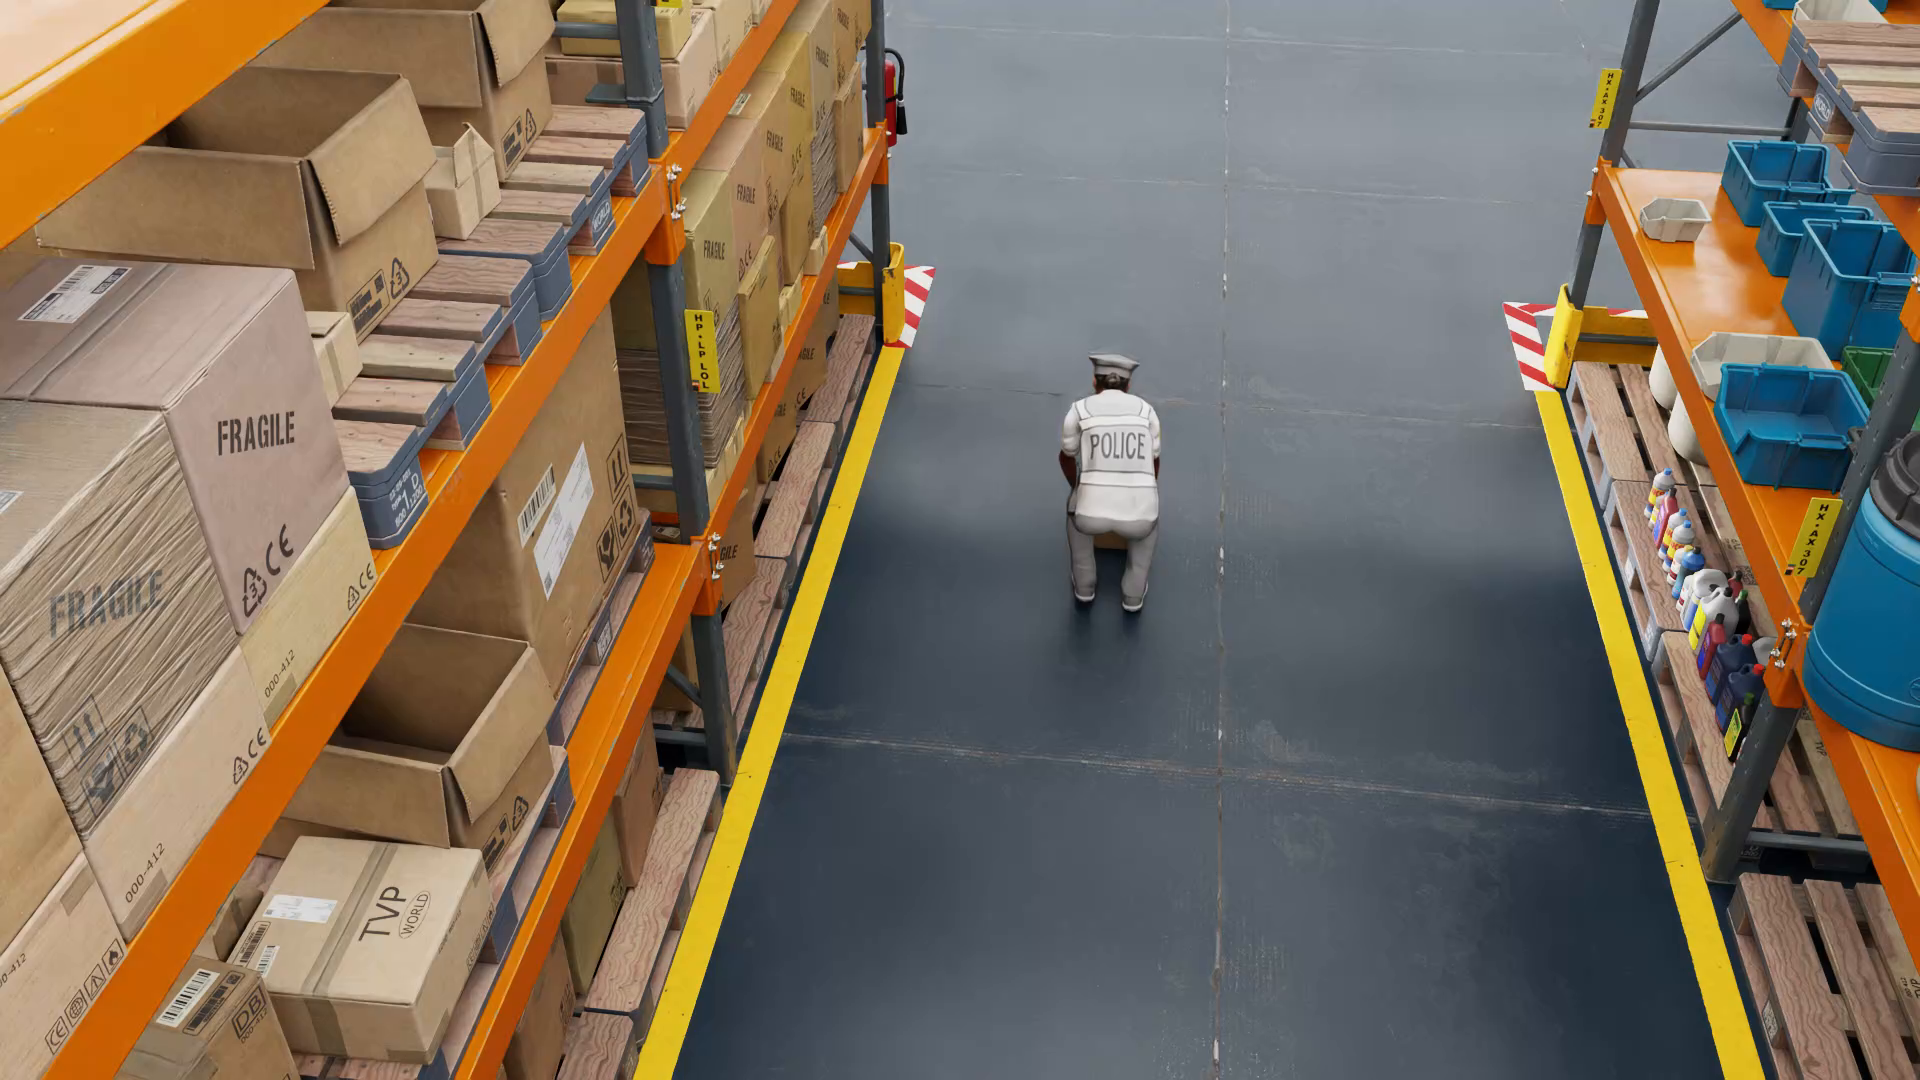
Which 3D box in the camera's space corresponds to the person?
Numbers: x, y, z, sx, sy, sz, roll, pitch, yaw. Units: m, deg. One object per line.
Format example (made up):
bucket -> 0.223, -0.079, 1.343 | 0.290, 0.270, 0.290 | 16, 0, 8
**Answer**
person -> 0.701, -0.255, 7.836 | 0.498, 1.135, 0.820 | 4, 37, 6
